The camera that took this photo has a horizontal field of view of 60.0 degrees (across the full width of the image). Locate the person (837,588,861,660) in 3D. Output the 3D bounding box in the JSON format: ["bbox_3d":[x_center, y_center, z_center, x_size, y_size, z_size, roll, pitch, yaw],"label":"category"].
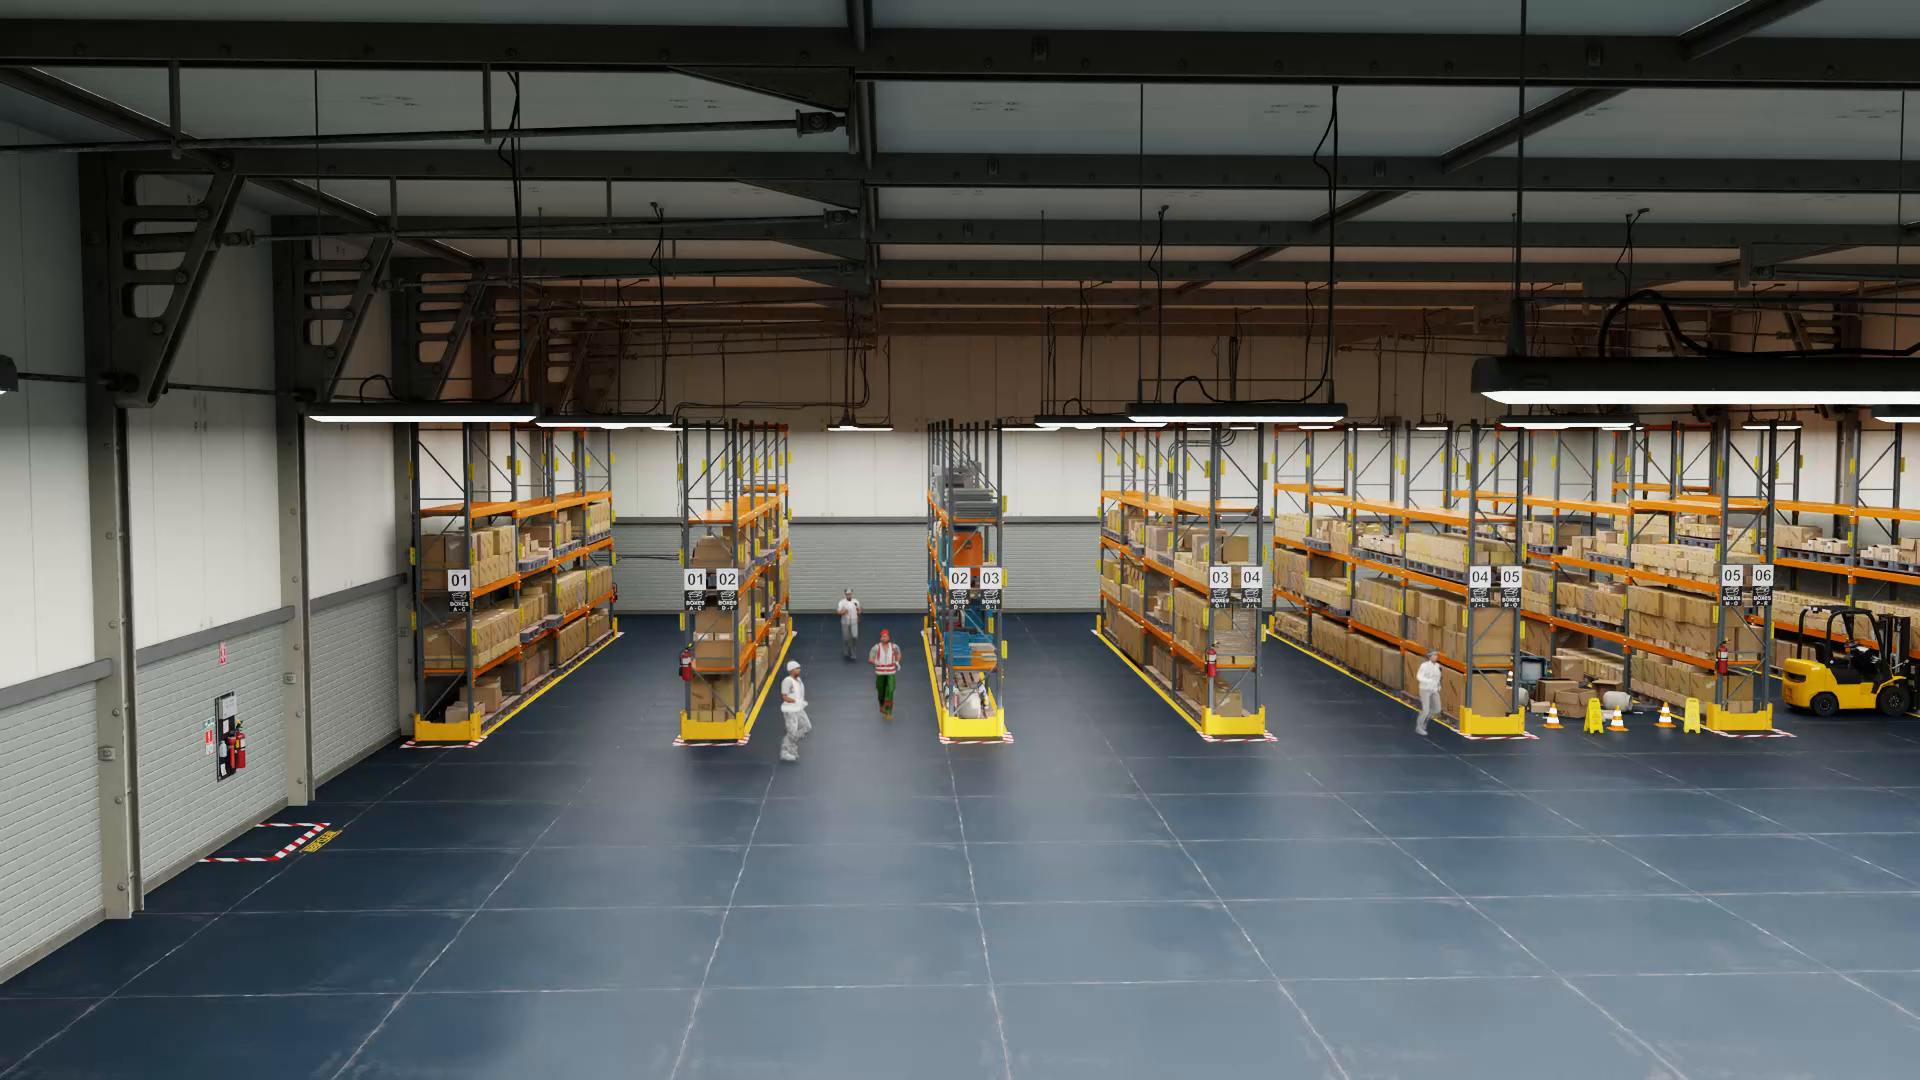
[{"bbox_3d":[-2.803,2.144,42.270,0.640,1.840,0.726,-1,4,-11],"label":"person"}]

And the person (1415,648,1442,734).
[{"bbox_3d":[8.993,2.874,31.659,0.632,1.650,0.561,-2,4,-25],"label":"person"}]

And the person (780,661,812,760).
[{"bbox_3d":[-2.865,2.979,29.017,0.625,1.747,0.674,2,4,23],"label":"person"}]

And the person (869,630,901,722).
[{"bbox_3d":[-1.494,2.679,33.224,0.656,1.786,0.987,0,4,-6],"label":"person"}]
